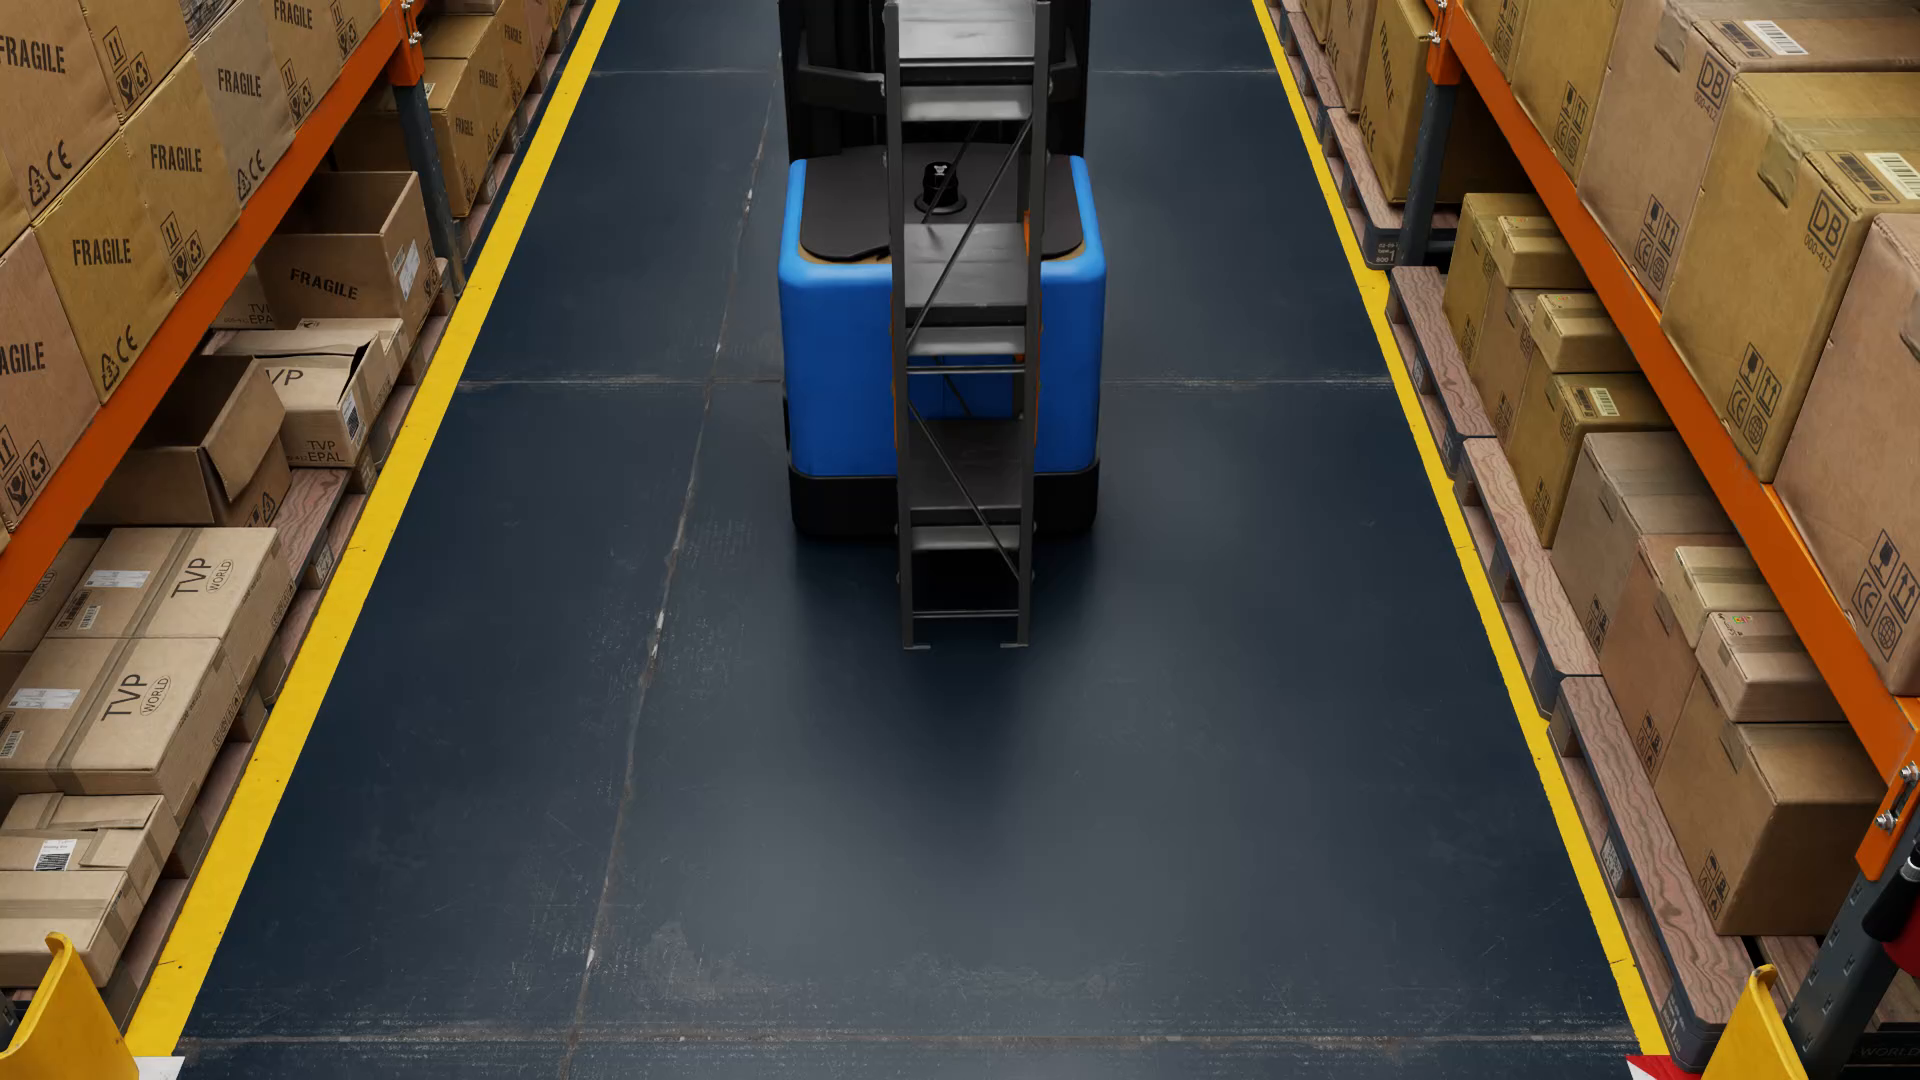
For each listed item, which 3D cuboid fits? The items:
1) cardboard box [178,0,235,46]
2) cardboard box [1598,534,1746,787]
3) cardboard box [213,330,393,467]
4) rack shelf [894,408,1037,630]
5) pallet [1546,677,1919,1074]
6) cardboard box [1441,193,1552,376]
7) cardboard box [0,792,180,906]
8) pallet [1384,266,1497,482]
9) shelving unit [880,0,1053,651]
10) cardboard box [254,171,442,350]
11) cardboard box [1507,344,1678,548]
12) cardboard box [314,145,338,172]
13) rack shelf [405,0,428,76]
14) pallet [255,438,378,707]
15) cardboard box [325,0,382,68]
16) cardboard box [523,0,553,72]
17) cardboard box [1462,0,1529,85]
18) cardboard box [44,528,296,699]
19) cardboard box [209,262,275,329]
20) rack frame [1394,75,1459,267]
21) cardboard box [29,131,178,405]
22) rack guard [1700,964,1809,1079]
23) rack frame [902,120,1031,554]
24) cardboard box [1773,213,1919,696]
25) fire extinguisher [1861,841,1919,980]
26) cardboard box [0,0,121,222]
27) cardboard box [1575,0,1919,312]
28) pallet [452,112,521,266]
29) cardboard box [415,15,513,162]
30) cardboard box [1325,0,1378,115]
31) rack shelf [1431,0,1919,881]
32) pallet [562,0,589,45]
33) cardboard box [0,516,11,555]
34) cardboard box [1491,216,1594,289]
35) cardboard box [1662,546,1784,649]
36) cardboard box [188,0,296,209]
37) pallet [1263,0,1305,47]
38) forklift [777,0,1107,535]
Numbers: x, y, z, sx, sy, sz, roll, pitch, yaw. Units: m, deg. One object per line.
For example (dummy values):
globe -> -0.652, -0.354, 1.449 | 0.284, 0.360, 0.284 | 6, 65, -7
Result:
cardboard box -> -2.347, -1.703, 4.597 | 0.500, 0.500, 0.500 | 0, 39, 0
cardboard box -> 2.246, 0.331, 4.601 | 0.700, 0.500, 0.500 | 0, 39, 0
cardboard box -> -2.325, -0.522, 5.802 | 0.500, 0.311, 0.500 | 0, 39, 0
rack shelf -> 0.010, -0.069, 5.298 | 0.431, 0.518, 0.480 | -1, 39, -1
pallet -> 2.269, 0.859, 4.510 | 1.003, 0.211, 1.213 | 0, 39, 0
cardboard box -> 2.242, -0.952, 6.202 | 0.700, 0.500, 0.500 | 0, 39, 1
cardboard box -> -2.263, 0.792, 4.277 | 0.380, 0.166, 0.250 | 0, 39, 0
pallet -> 2.266, -0.667, 6.414 | 1.003, 0.211, 1.213 | 0, 39, 0
shelving unit -> 0.010, -0.626, 4.852 | 0.431, 2.100, 0.503 | -1, 39, -1
cardboard box -> -2.326, -1.065, 6.328 | 0.500, 0.500, 0.500 | 0, 39, 0
cardboard box -> 2.237, -0.317, 5.409 | 0.700, 0.500, 0.500 | 1, 39, 1
cardboard box -> -2.898, -1.730, 7.157 | 0.500, 0.500, 0.500 | 0, 39, 0
rack shelf -> -2.613, -3.195, 7.914 | 1.077, 0.370, 4.000 | 0, 39, 0
pallet -> -2.606, 0.058, 5.510 | 1.003, 0.211, 1.213 | 0, 39, 0
cardboard box -> -2.353, -1.952, 5.707 | 0.500, 0.500, 0.500 | 1, 39, 1
cardboard box -> -2.372, -2.686, 8.350 | 0.500, 0.500, 0.500 | -1, 39, -2
cardboard box -> 2.328, -2.009, 5.618 | 0.980, 0.700, 0.700 | 1, 39, 1
cardboard box -> -2.324, 0.212, 4.934 | 0.500, 0.250, 0.500 | 0, 39, 0
cardboard box -> -2.826, -1.085, 6.503 | 0.500, 0.311, 0.500 | 0, 39, 0
rack frame -> 2.343, -2.231, 6.135 | 1.000, 3.000, 0.127 | 0, 39, 0
cardboard box -> -2.346, -0.677, 4.116 | 0.500, 0.500, 0.500 | 0, 39, 0
rack guard -> 2.348, 1.261, 3.777 | 1.175, 0.500, 0.348 | 0, 39, 0
rack frame -> 0.003, -0.778, 5.042 | 0.400, 2.100, 0.015 | -1, 39, -1
cardboard box -> 2.337, -0.166, 3.318 | 0.980, 0.700, 0.700 | 2, 39, 2
fire extinguisher -> 1.887, 0.541, 3.037 | 0.296, 0.674, 0.183 | 0, 39, 0
cardboard box -> -2.346, -1.070, 3.807 | 0.500, 0.500, 0.500 | 0, 39, 1
cardboard box -> 2.334, -1.097, 4.481 | 0.980, 0.700, 0.700 | -2, 39, -2
pallet -> -2.649, -1.645, 7.635 | 1.003, 0.211, 1.213 | 0, 39, 0
cardboard box -> -2.379, -2.058, 7.566 | 0.500, 0.500, 0.500 | 0, 39, 1
cardboard box -> 2.209, -2.518, 7.877 | 0.750, 0.750, 0.750 | 1, 39, 1
rack shelf -> 2.346, -0.700, 4.800 | 1.077, 0.370, 4.000 | 0, 39, 0
pallet -> -2.652, -3.171, 9.539 | 1.003, 0.211, 1.213 | 0, 39, 0
cardboard box -> -2.343, -0.040, 3.322 | 0.500, 0.500, 0.500 | 1, 39, 1
cardboard box -> 2.060, -0.990, 5.732 | 0.380, 0.149, 0.250 | 1, 39, 1
cardboard box -> 2.064, 0.151, 4.307 | 0.380, 0.149, 0.250 | 1, 39, 1
cardboard box -> -2.348, -1.308, 4.904 | 0.500, 0.500, 0.500 | 1, 39, 1
pallet -> 2.264, -3.151, 9.513 | 1.003, 0.211, 1.213 | 0, 39, 0
forklift -> -0.095, -2.058, 5.974 | 1.130, 2.935, 3.031 | -1, 39, -1
